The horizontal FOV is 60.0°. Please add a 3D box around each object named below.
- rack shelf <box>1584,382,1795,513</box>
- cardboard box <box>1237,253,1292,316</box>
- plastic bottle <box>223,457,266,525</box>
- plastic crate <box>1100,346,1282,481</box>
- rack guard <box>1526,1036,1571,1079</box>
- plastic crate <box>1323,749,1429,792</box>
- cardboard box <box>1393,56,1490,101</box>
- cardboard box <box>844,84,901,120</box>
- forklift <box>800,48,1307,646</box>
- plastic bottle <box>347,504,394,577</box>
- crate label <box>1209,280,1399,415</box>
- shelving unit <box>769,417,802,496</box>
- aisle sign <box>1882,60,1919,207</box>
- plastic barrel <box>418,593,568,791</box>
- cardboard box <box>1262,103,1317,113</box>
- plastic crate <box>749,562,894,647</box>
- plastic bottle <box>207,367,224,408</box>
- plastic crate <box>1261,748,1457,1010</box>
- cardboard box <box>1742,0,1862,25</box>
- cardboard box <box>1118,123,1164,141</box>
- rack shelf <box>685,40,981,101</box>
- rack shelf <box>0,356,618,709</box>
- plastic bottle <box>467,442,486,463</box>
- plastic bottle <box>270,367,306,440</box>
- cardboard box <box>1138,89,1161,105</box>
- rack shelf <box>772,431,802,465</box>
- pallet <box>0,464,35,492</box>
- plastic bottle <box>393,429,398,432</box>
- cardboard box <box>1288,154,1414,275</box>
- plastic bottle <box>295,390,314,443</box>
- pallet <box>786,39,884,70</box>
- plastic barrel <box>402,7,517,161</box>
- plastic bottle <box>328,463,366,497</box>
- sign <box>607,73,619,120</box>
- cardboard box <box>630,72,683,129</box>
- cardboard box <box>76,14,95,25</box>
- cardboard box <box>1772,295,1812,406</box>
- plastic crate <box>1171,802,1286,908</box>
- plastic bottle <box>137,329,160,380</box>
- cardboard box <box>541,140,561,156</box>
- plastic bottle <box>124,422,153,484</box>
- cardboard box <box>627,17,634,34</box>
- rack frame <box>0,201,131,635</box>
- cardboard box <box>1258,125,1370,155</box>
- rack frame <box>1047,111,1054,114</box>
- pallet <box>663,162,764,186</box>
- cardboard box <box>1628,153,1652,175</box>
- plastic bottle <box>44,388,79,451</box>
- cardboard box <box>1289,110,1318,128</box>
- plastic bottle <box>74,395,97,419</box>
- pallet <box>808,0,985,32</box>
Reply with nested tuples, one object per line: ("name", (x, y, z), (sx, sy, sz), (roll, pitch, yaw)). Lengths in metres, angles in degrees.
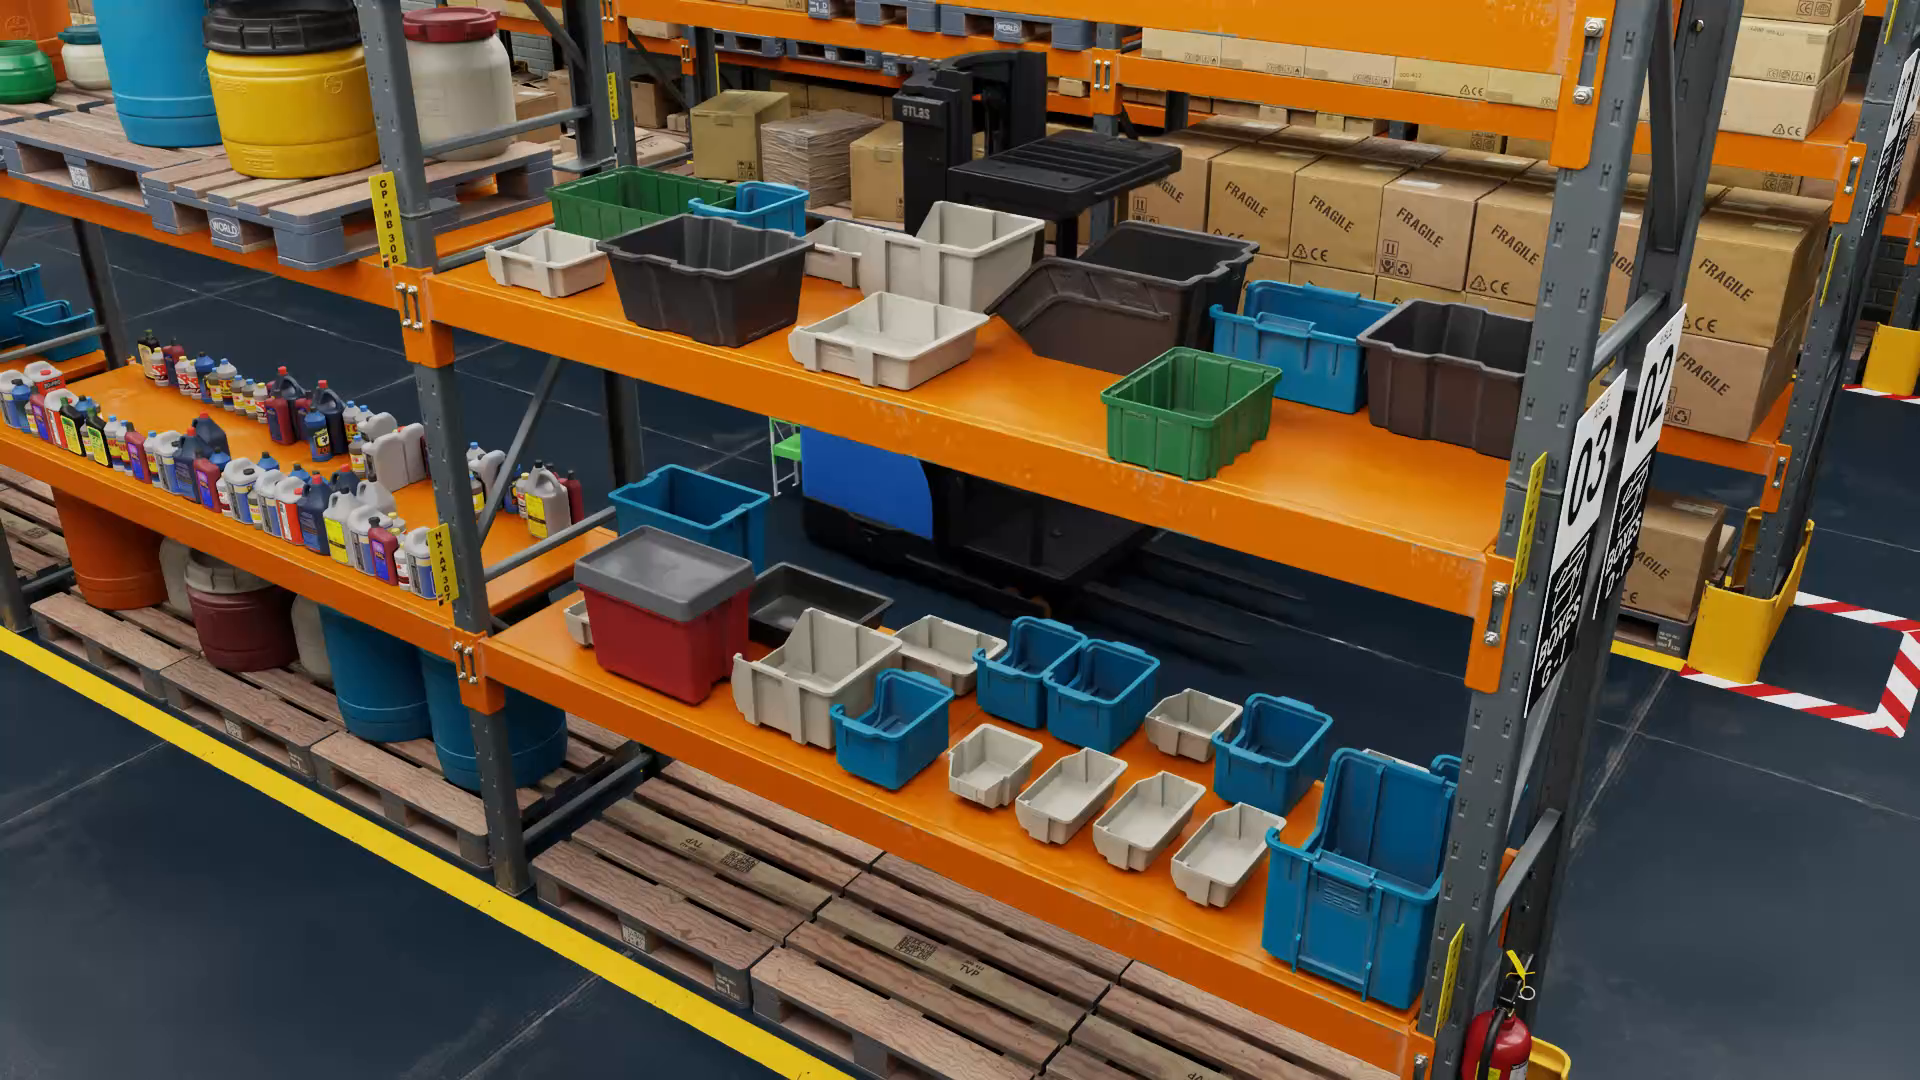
("rack shelf", (2.765, -1.001, 9.704), (4.000, 0.370, 1.077), (17, 32, 30))
("cardboard box", (1.806, -1.517, 9.814), (0.500, 0.500, 0.500), (18, 32, 31))
("plastic bottle", (-3.218, -0.227, 7.526), (0.135, 0.276, 0.152), (17, 32, 30))
("plastic crate", (0.631, -0.346, 4.550), (0.336, 0.188, 0.450), (17, 32, 30))
("rack guard", (1.633, 2.158, 5.459), (0.348, 0.500, 1.175), (17, 32, 30))
("plastic crate", (1.371, 0.833, 5.530), (0.298, 0.136, 0.250), (17, 32, 30))
("cardboard box", (2.612, -2.502, 8.718), (0.500, 0.250, 0.500), (17, 32, 30))
("cardboard box", (-0.863, -4.597, 17.421), (0.500, 0.250, 0.500), (17, 32, 30))
("forklift", (0.507, -1.095, 9.170), (3.031, 2.935, 1.130), (19, 33, 33))
("plastic bottle", (-2.500, -0.004, 7.087), (0.135, 0.276, 0.152), (17, 32, 30))
("crate label", (1.029, -0.586, 4.951), (0.502, 0.251, 0.408), (17, 32, 30))
("shelving unit", (-0.938, -0.811, 10.513), (0.503, 1.200, 0.258), (16, 31, 29))
("aisle sign", (4.636, -2.059, 8.123), (0.004, 0.787, 0.394), (17, 32, 30))
("plastic barrel", (-2.130, 0.617, 7.581), (0.708, 0.901, 0.600), (17, 32, 30))
("cardboard box", (2.969, -4.026, 14.394), (0.500, 0.500, 0.500), (18, 32, 31))
("plastic crate", (-0.616, 0.298, 6.594), (0.590, 0.125, 0.437), (17, 32, 30))
("plastic bottle", (-3.898, -0.808, 8.750), (0.097, 0.201, 0.097), (0, 27, 0))
("plastic crate", (1.224, 0.984, 4.905), (0.499, 0.435, 0.616), (17, 32, 30))
("cardboard box", (3.981, -2.761, 7.849), (0.500, 0.500, 0.700), (17, 32, 30))
("cardboard box", (1.871, -3.480, 15.687), (0.750, 0.750, 0.750), (17, 32, 30))
("rack shelf", (-1.028, -4.909, 17.381), (4.000, 0.370, 1.077), (17, 32, 30))
("rack shelf", (-3.340, -0.178, 8.085), (4.000, 0.370, 1.077), (17, 32, 30))
("plastic bottle", (-2.239, -0.323, 7.719), (0.097, 0.271, 0.097), (0, 27, 0))
("plastic bottle", (-3.364, -0.696, 8.364), (0.185, 0.351, 0.144), (17, 32, 30))
("cardboard box", (1.837, -4.122, 15.297), (0.250, 0.149, 0.380), (18, 32, 31))
("rack shelf", (-0.934, -0.539, 10.649), (0.480, 0.148, 0.258), (16, 31, 29))
("pallet", (-6.606, -0.296, 10.599), (1.213, 0.211, 1.003), (17, 32, 30))
("plastic bottle", (-2.700, -0.435, 8.017), (0.097, 0.201, 0.097), (0, 27, 0))
("cardboard box", (2.195, -1.835, 9.336), (0.500, 0.500, 0.500), (16, 31, 29))
("plastic bottle", (-3.243, -0.618, 8.285), (0.133, 0.283, 0.061), (17, 32, 30))
("pallet", (-1.034, -5.123, 17.221), (1.213, 0.211, 1.003), (17, 32, 30))
("plastic barrel", (-1.983, -1.798, 6.556), (0.433, 0.535, 0.433), (0, 27, 0))
("plastic bottle", (-2.705, -0.178, 7.347), (0.185, 0.351, 0.144), (17, 32, 30))
("sign", (-2.492, -3.170, 11.896), (0.005, 0.325, 0.100), (17, 32, 30))
("cardboard box", (-3.554, -5.077, 19.189), (0.500, 0.500, 0.500), (15, 30, 27))
("cardboard box", (-8.150, -4.938, 15.821), (0.250, 0.149, 0.380), (17, 32, 31))
("cardboard box", (4.197, -1.066, 8.926), (0.500, 0.500, 0.500), (18, 32, 31))
("plastic crate", (0.831, 0.991, 5.219), (0.243, 0.136, 0.396), (17, 32, 30))
("plastic bottle", (-4.413, -1.016, 9.067), (0.133, 0.283, 0.061), (17, 32, 30))
("cardboard box", (-3.264, -3.057, 13.227), (0.250, 0.149, 0.380), (20, 33, 34))
("plastic bottle", (-3.888, -0.414, 7.885), (0.133, 0.283, 0.061), (17, 32, 30))
("cardboard box", (-3.644, -5.824, 18.531), (0.500, 0.250, 0.500), (17, 32, 31))
("rack frame", (-4.988, -1.012, 8.931), (0.127, 3.000, 1.000), (17, 32, 30))
("cardboard box", (2.104, -2.162, 9.979), (0.500, 0.500, 0.500), (17, 31, 29))
("rack frame", (0.621, -4.716, 16.209), (0.127, 3.000, 1.000), (17, 32, 30))
("pallet", (-1.582, -2.629, 12.321), (1.003, 0.211, 1.213), (17, 32, 30))
("cardboard box", (5.560, -3.304, 13.105), (0.700, 0.700, 0.980), (16, 31, 28))
("plastic bottle", (-4.433, -0.606, 8.270), (0.135, 0.276, 0.152), (17, 32, 30))
("cardboard box", (3.070, -3.706, 14.480), (0.250, 0.149, 0.380), (18, 32, 32))
("plastic bottle", (-4.319, -0.587, 8.237), (0.097, 0.271, 0.097), (0, 27, 0))
("pallet", (-0.238, -3.548, 10.814), (1.003, 0.211, 1.213), (17, 32, 30))
